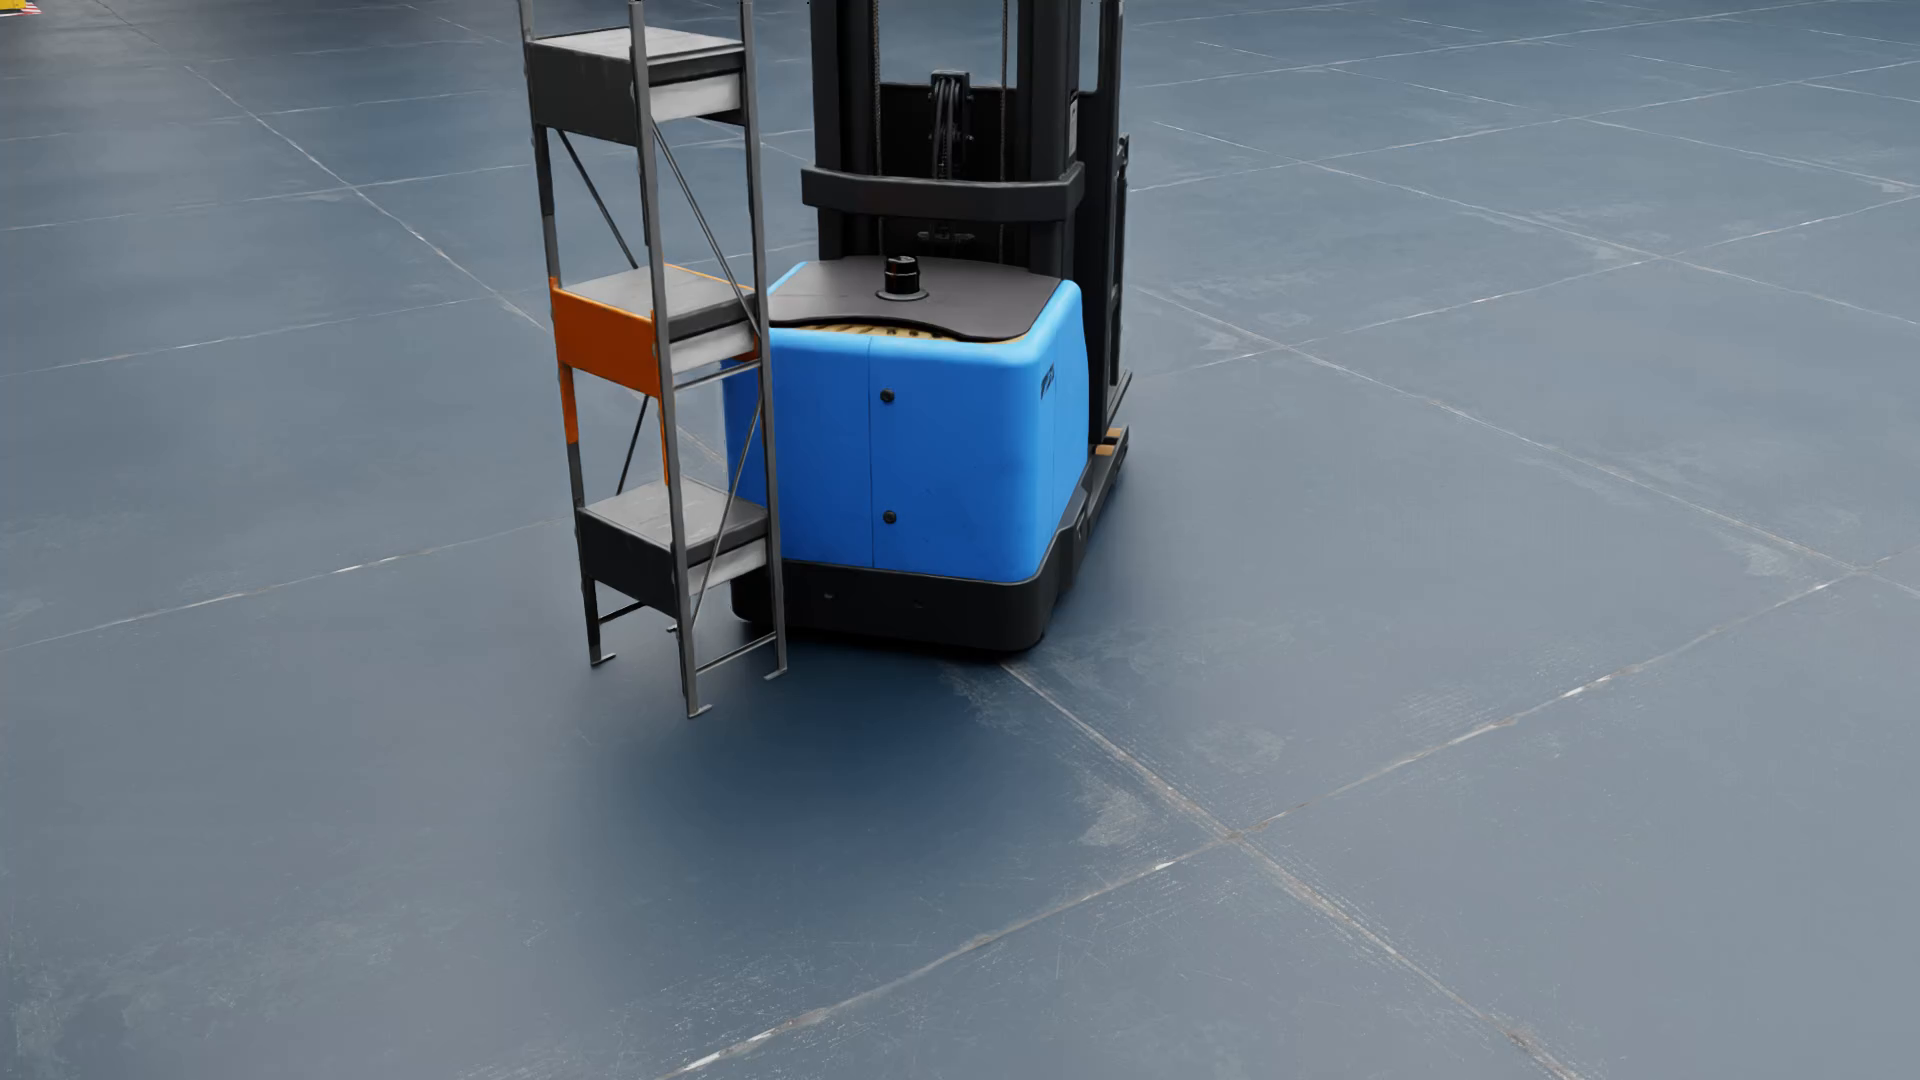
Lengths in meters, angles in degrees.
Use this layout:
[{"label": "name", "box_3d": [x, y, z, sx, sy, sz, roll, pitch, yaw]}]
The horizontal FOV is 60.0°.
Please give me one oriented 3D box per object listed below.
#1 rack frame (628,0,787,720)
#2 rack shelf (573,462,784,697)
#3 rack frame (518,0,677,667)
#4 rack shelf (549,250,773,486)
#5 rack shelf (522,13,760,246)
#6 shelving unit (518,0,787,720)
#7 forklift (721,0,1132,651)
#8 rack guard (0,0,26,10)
[{"label": "rack frame", "box_3d": [-0.697, -0.466, 4.775, 0.015, 2.100, 0.400, 21, 32, 37]}, {"label": "rack shelf", "box_3d": [-0.877, 0.111, 5.227, 0.480, 0.518, 0.431, 21, 32, 37]}, {"label": "rack frame", "box_3d": [-1.058, -0.605, 5.071, 0.015, 2.100, 0.400, 21, 32, 37]}, {"label": "rack shelf", "box_3d": [-0.878, -0.523, 4.929, 0.480, 0.518, 0.431, 21, 32, 37]}, {"label": "rack shelf", "box_3d": [-0.879, -1.156, 4.631, 0.480, 0.518, 0.431, 21, 32, 37]}, {"label": "shelving unit", "box_3d": [-0.878, -0.535, 4.923, 0.503, 2.100, 0.431, 21, 32, 37]}, {"label": "forklift", "box_3d": [0.080, -1.575, 6.154, 1.130, 2.935, 3.031, 6, 26, 12]}, {"label": "rack guard", "box_3d": [-11.465, -6.355, 19.126, 1.175, 0.500, 0.348, -16, 29, -30]}]
